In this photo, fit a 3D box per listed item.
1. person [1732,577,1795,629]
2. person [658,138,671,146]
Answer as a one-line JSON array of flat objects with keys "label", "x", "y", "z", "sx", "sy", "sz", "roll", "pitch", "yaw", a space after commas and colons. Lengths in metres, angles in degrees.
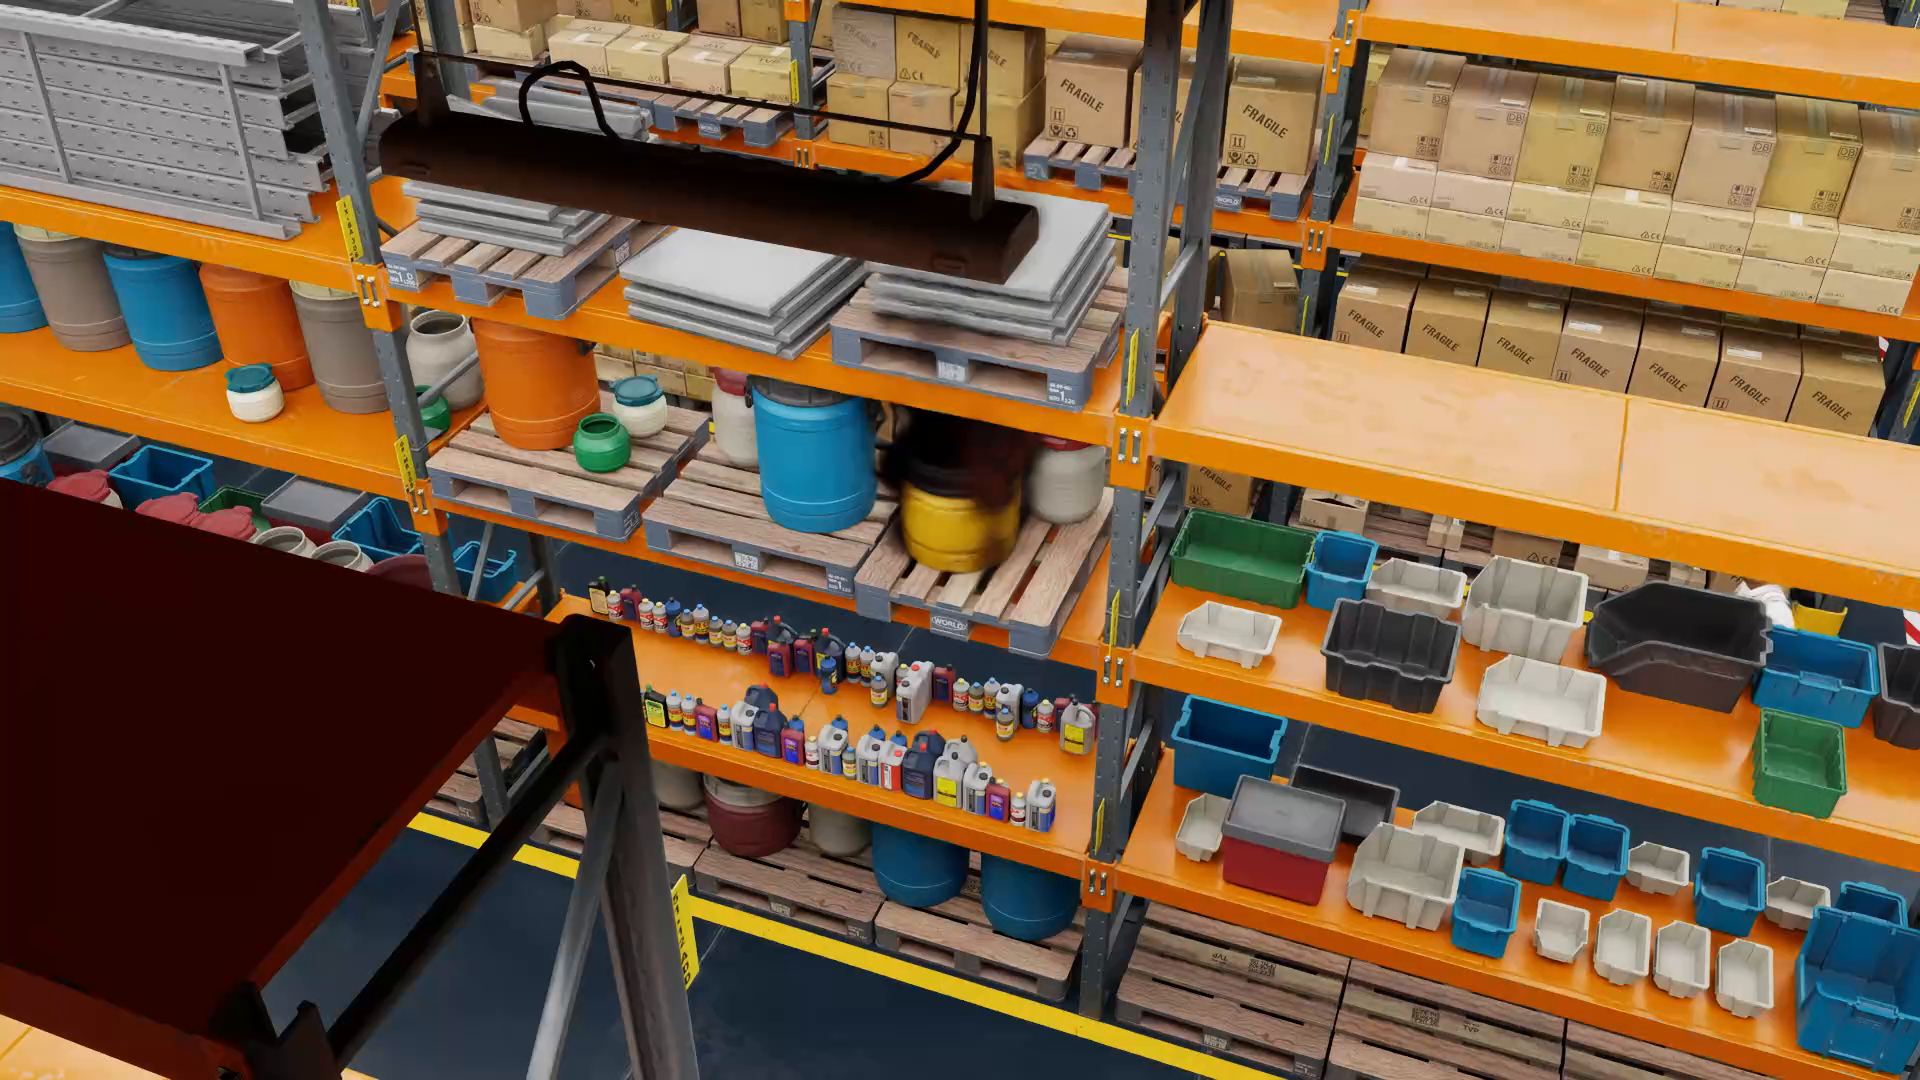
[{"label": "person", "x": 5.208, "y": 0.790, "z": 10.905, "sx": 0.875, "sy": 1.735, "sz": 0.705, "roll": 0, "pitch": 36, "yaw": 0}, {"label": "person", "x": -2.770, "y": -3.210, "z": 16.425, "sx": 0.664, "sy": 1.611, "sz": 0.611, "roll": 9, "pitch": 37, "yaw": 12}]
